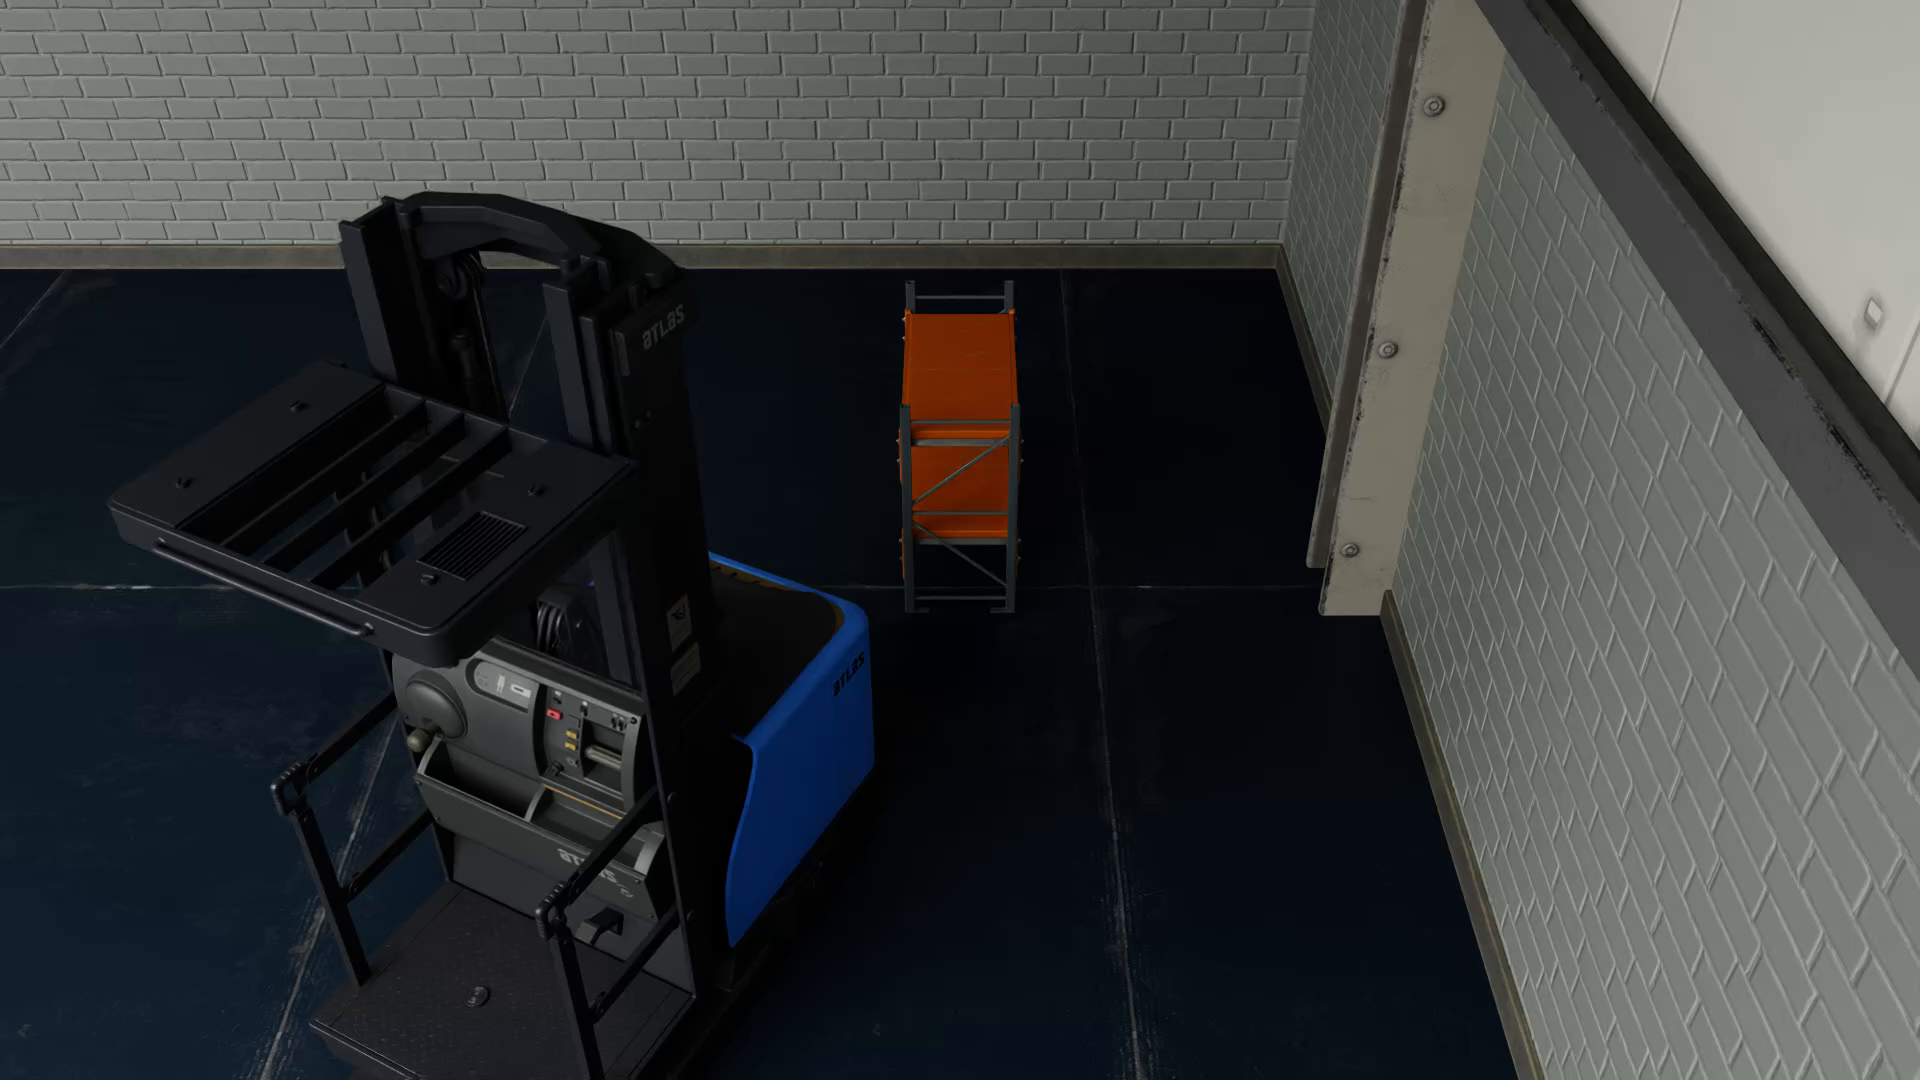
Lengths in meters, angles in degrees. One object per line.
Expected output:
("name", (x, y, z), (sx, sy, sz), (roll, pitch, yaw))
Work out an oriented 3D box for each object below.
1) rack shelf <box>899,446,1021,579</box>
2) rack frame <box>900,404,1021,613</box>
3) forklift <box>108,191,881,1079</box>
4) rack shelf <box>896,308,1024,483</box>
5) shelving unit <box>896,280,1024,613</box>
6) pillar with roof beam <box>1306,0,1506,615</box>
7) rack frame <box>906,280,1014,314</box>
("rack shelf", (0.000, -0.244, 7.791), (0.538, 0.278, 1.000), (0, 39, 0))
("rack frame", (0.001, -0.117, 7.242), (0.500, 1.125, 0.032), (0, 39, 0))
("forklift", (-1.446, 0.610, 4.890), (1.130, 2.935, 3.031), (18, 42, 21))
("rack shelf", (0.000, -0.663, 7.455), (0.538, 0.278, 1.000), (0, 39, 0))
("shelving unit", (0.000, -0.435, 7.638), (0.538, 1.125, 1.048), (0, 39, 0))
("pillar with roof beam", (-2.513, -3.291, 4.906), (9.100, 9.000, 0.400), (0, 39, 0))
("rack frame", (-0.001, -0.753, 8.035), (0.500, 1.125, 0.032), (0, 39, 0))
